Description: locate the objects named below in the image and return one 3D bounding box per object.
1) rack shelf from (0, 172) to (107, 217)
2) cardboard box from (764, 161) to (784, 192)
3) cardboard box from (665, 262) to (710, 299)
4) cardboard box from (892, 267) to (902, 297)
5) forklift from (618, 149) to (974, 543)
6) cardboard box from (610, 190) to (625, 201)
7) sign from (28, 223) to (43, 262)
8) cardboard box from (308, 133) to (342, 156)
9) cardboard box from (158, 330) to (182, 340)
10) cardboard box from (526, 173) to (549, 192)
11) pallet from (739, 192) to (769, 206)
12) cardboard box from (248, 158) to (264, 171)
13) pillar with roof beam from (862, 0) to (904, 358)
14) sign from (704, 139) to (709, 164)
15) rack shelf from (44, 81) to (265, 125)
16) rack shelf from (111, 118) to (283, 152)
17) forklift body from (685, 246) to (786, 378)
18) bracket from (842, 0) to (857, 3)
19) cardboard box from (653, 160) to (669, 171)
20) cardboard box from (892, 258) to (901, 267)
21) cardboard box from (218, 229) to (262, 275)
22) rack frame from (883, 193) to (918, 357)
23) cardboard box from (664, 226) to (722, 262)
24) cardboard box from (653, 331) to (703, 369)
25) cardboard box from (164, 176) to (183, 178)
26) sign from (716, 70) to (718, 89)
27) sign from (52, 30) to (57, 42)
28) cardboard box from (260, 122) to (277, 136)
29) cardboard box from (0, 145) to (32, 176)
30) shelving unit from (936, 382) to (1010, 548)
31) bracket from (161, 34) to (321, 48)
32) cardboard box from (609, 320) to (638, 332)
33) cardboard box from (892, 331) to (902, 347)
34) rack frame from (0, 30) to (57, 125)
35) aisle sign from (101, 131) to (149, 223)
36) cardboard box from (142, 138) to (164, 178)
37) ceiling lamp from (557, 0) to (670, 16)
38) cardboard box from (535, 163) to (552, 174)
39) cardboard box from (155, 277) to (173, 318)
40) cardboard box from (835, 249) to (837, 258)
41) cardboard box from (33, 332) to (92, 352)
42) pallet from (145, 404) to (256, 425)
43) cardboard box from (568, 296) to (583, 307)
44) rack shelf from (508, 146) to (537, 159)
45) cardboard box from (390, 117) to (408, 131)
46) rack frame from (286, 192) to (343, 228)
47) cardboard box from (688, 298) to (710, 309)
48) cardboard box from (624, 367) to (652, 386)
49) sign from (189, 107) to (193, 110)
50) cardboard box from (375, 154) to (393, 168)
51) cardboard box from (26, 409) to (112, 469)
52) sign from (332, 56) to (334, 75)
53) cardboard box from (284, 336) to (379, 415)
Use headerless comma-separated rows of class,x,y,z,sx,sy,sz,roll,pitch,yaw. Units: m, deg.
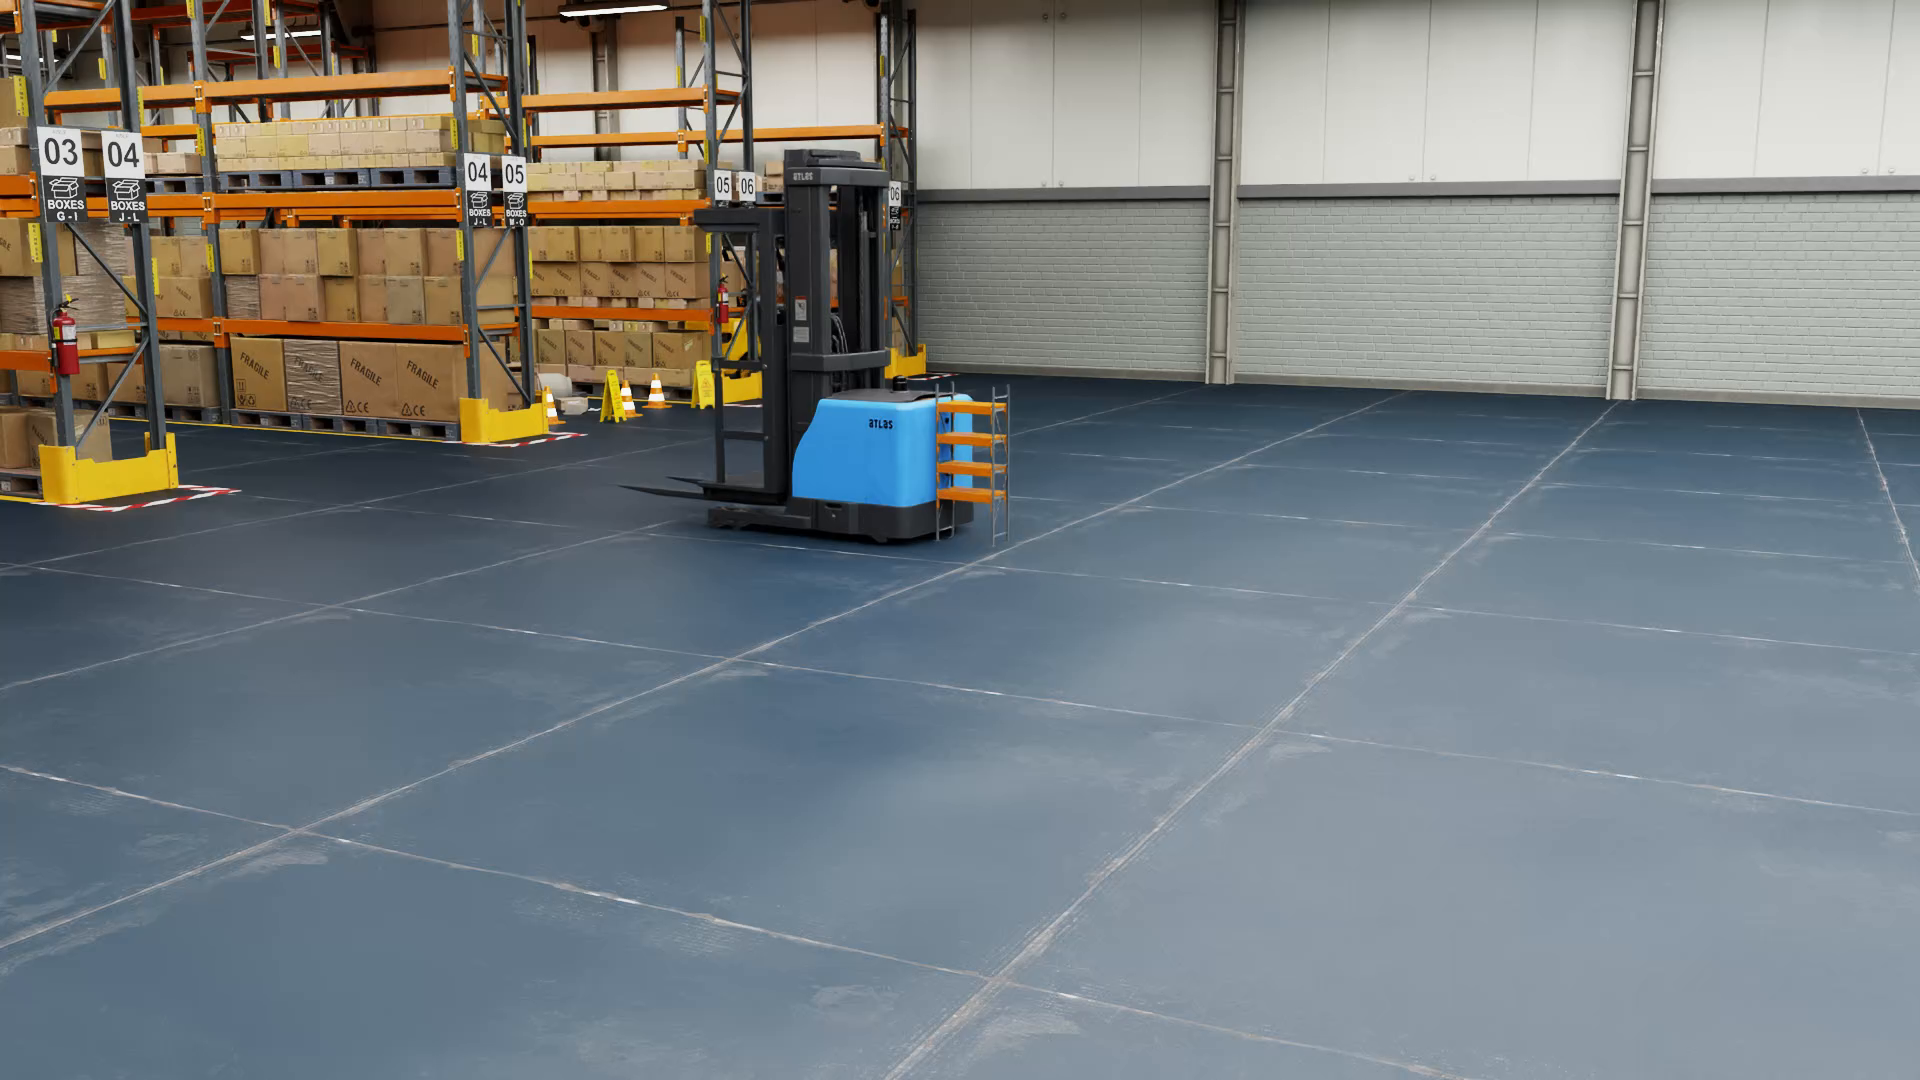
rack shelf,-9.370,-3.163,15.382,4.000,0.370,1.077,5,11,26
cardboard box,-2.886,-6.187,28.318,0.637,0.503,0.797,5,12,28
cardboard box,-3.800,-3.660,23.417,0.500,0.500,0.500,5,11,25
cardboard box,-1.320,-4.392,28.293,0.500,0.500,0.500,5,12,28
forklift,-1.416,-1.592,13.297,3.031,2.935,1.130,6,12,31
cardboard box,-4.771,-4.907,23.705,0.250,0.149,0.380,5,11,24
sign,-7.840,-2.522,14.102,0.005,0.325,0.100,5,11,26
cardboard box,-7.204,-4.585,19.344,0.500,0.250,0.500,5,11,26
cardboard box,-13.362,-3.537,28.636,0.875,0.875,0.875,5,12,28
cardboard box,-6.039,-5.212,24.271,0.500,0.250,0.500,5,11,25
pallet,-3.810,-5.944,28.975,1.213,0.211,1.003,5,11,26
cardboard box,-8.246,-4.468,19.818,0.250,0.149,0.380,5,11,26
pillar with roof beam,-3.129,-6.722,24.606,0.548,9.000,9.100,5,11,26
sign,-3.455,-5.291,22.632,0.005,0.325,0.100,5,11,26
rack shelf,-10.672,-5.542,21.225,4.000,0.370,1.077,5,11,26
rack shelf,-12.160,-6.655,27.378,4.000,0.370,1.077,5,11,26
forklift body,-3.507,-3.700,27.132,1.214,2.155,2.313,5,11,26
bracket,-1.754,-9.157,27.952,0.430,0.232,0.235,5,11,26
cardboard box,-4.077,-5.234,23.271,0.250,0.149,0.380,5,11,25
cardboard box,-1.188,-4.696,28.151,0.250,0.149,0.380,5,11,24
cardboard box,-8.563,-3.553,20.488,0.550,0.550,0.875,5,11,26
rack frame,-0.999,-4.259,27.841,0.127,3.000,1.000,5,11,26
cardboard box,-3.746,-4.159,23.364,0.500,0.500,0.700,5,11,24
cardboard box,-4.026,-2.710,23.718,0.500,0.500,0.500,5,11,26
cardboard box,-13.291,-6.028,27.731,0.500,0.500,0.500,5,11,25
sign,-4.318,-8.151,29.430,0.005,0.325,0.100,5,11,26
sign,-12.223,-6.876,22.390,0.005,0.325,0.100,5,11,26
cardboard box,-8.018,-4.841,19.637,0.250,0.149,0.380,5,11,25
cardboard box,-8.121,-3.283,14.446,0.500,0.250,0.500,5,12,27
shelving unit,0.094,-0.572,12.523,0.503,1.200,0.258,6,12,31
bracket,-14.826,-10.306,34.298,4.783,0.066,0.076,5,11,26
cardboard box,-4.844,-3.089,23.990,0.250,0.149,0.380,6,12,28
cardboard box,-1.328,-3.429,28.392,0.500,0.250,0.500,5,12,27
rack frame,-12.466,-6.250,21.996,0.127,3.000,1.000,5,11,26
aisle sign,-7.388,-3.206,14.720,0.004,0.787,0.394,5,11,26
cardboard box,-10.783,-4.987,21.698,0.500,0.500,0.500,5,11,26
ceiling lamp,-5.434,-10.037,26.529,2.000,3.185,0.800,5,11,26
cardboard box,-5.938,-5.386,24.111,0.250,0.149,0.380,5,11,25
cardboard box,-9.918,-3.070,20.991,0.500,0.500,0.500,5,11,25
cardboard box,-1.895,-4.799,27.888,0.250,0.149,0.380,5,12,27
cardboard box,-7.923,-1.749,14.678,0.250,0.149,0.380,5,11,26
pallet,-9.604,-1.659,21.306,1.213,0.211,1.003,5,11,26
cardboard box,-5.495,-3.479,24.237,0.250,0.149,0.380,5,11,26
rack shelf,-9.967,-7.448,31.760,4.000,0.370,1.077,5,11,26
cardboard box,-6.197,-4.681,18.754,0.250,0.149,0.380,5,12,27
rack frame,-10.366,-4.096,26.942,0.127,3.000,1.000,5,11,26
cardboard box,-3.622,-3.338,23.455,0.250,0.149,0.380,5,12,28
cardboard box,-4.497,-2.383,24.013,0.500,0.250,0.500,5,11,26
sign,-15.587,-8.884,33.704,0.005,0.325,0.100,5,11,26
cardboard box,-6.422,-4.308,18.934,0.250,0.149,0.380,5,11,26
cardboard box,-8.129,-0.912,15.186,0.500,0.500,0.500,8,13,36
sign,-10.135,-7.635,26.801,0.005,0.325,0.100,5,11,26
cardboard box,-7.535,-2.013,20.215,0.875,0.875,0.875,5,11,26
